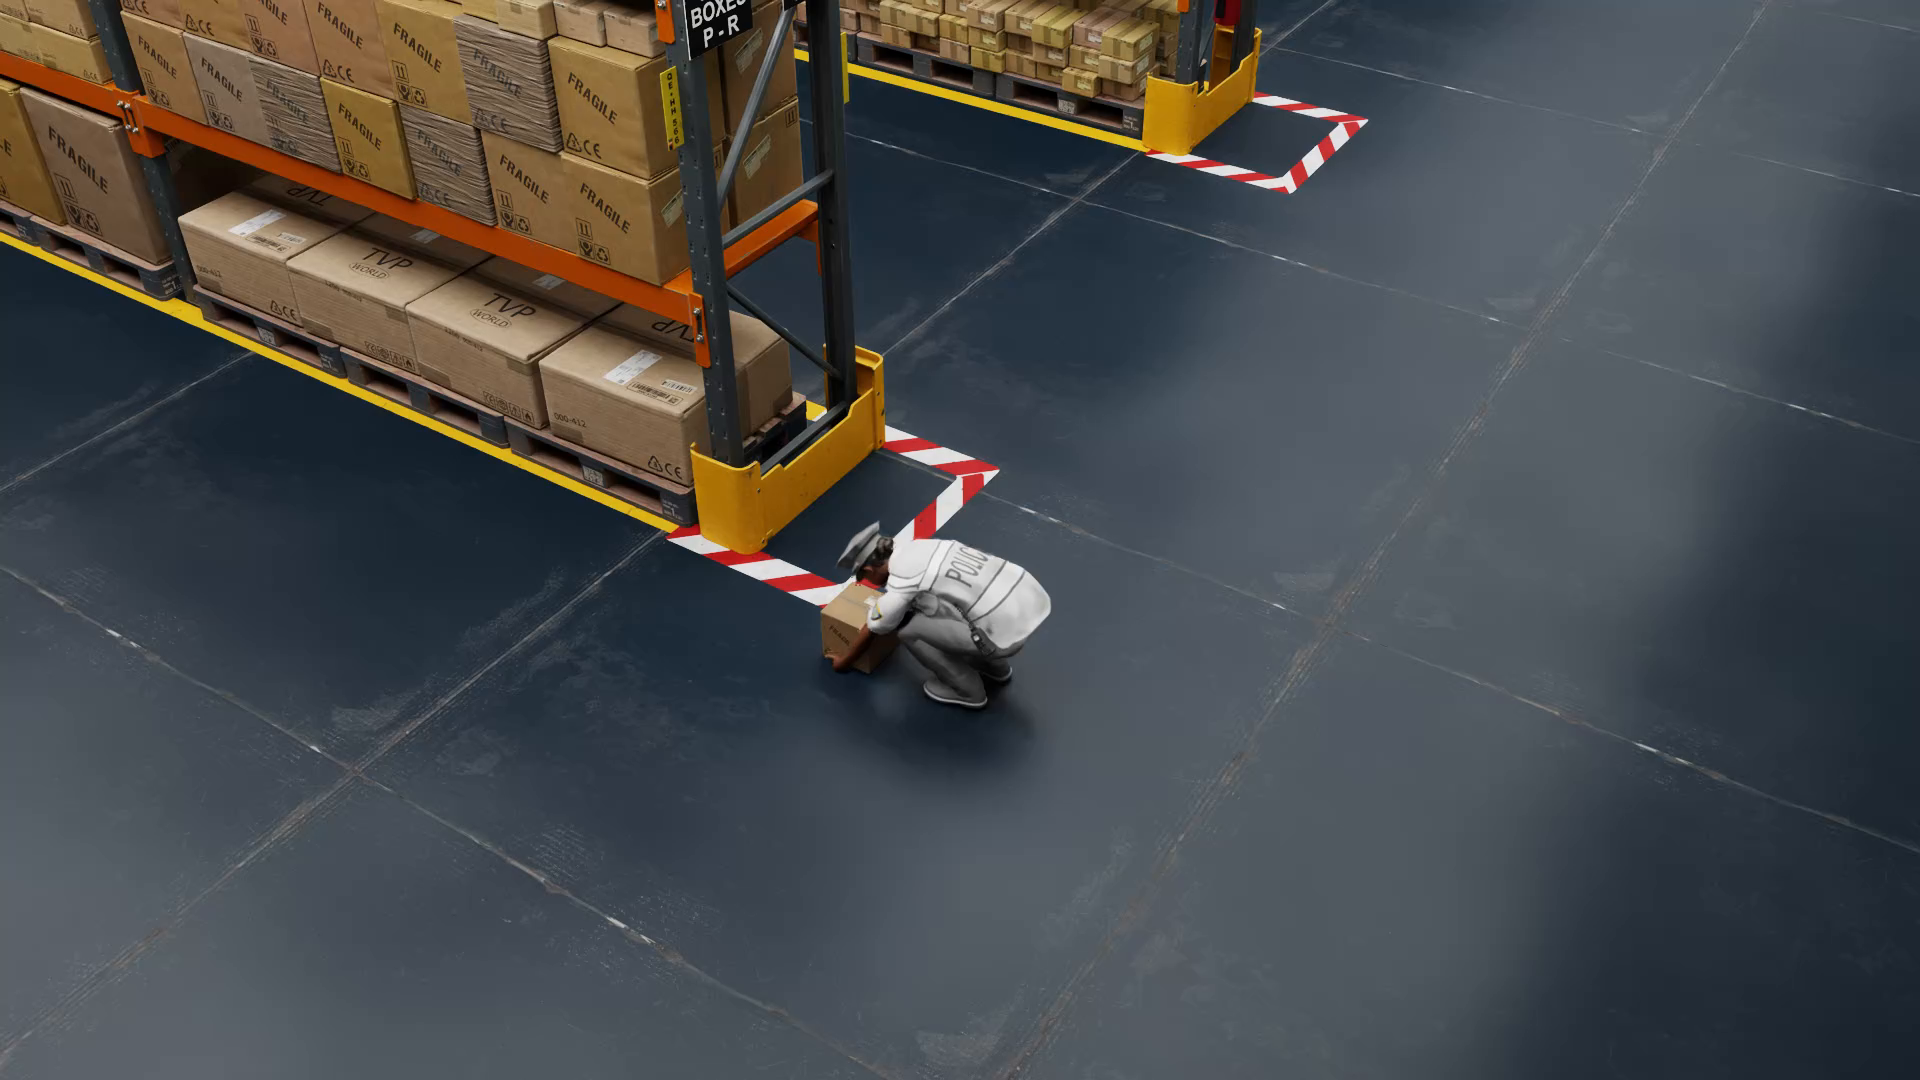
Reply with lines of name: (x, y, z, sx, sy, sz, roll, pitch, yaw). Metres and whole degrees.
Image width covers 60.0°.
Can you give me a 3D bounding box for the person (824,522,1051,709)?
person: (-0.096, 0.326, 7.056, 0.950, 0.771, 0.493, 21, 43, 24)
